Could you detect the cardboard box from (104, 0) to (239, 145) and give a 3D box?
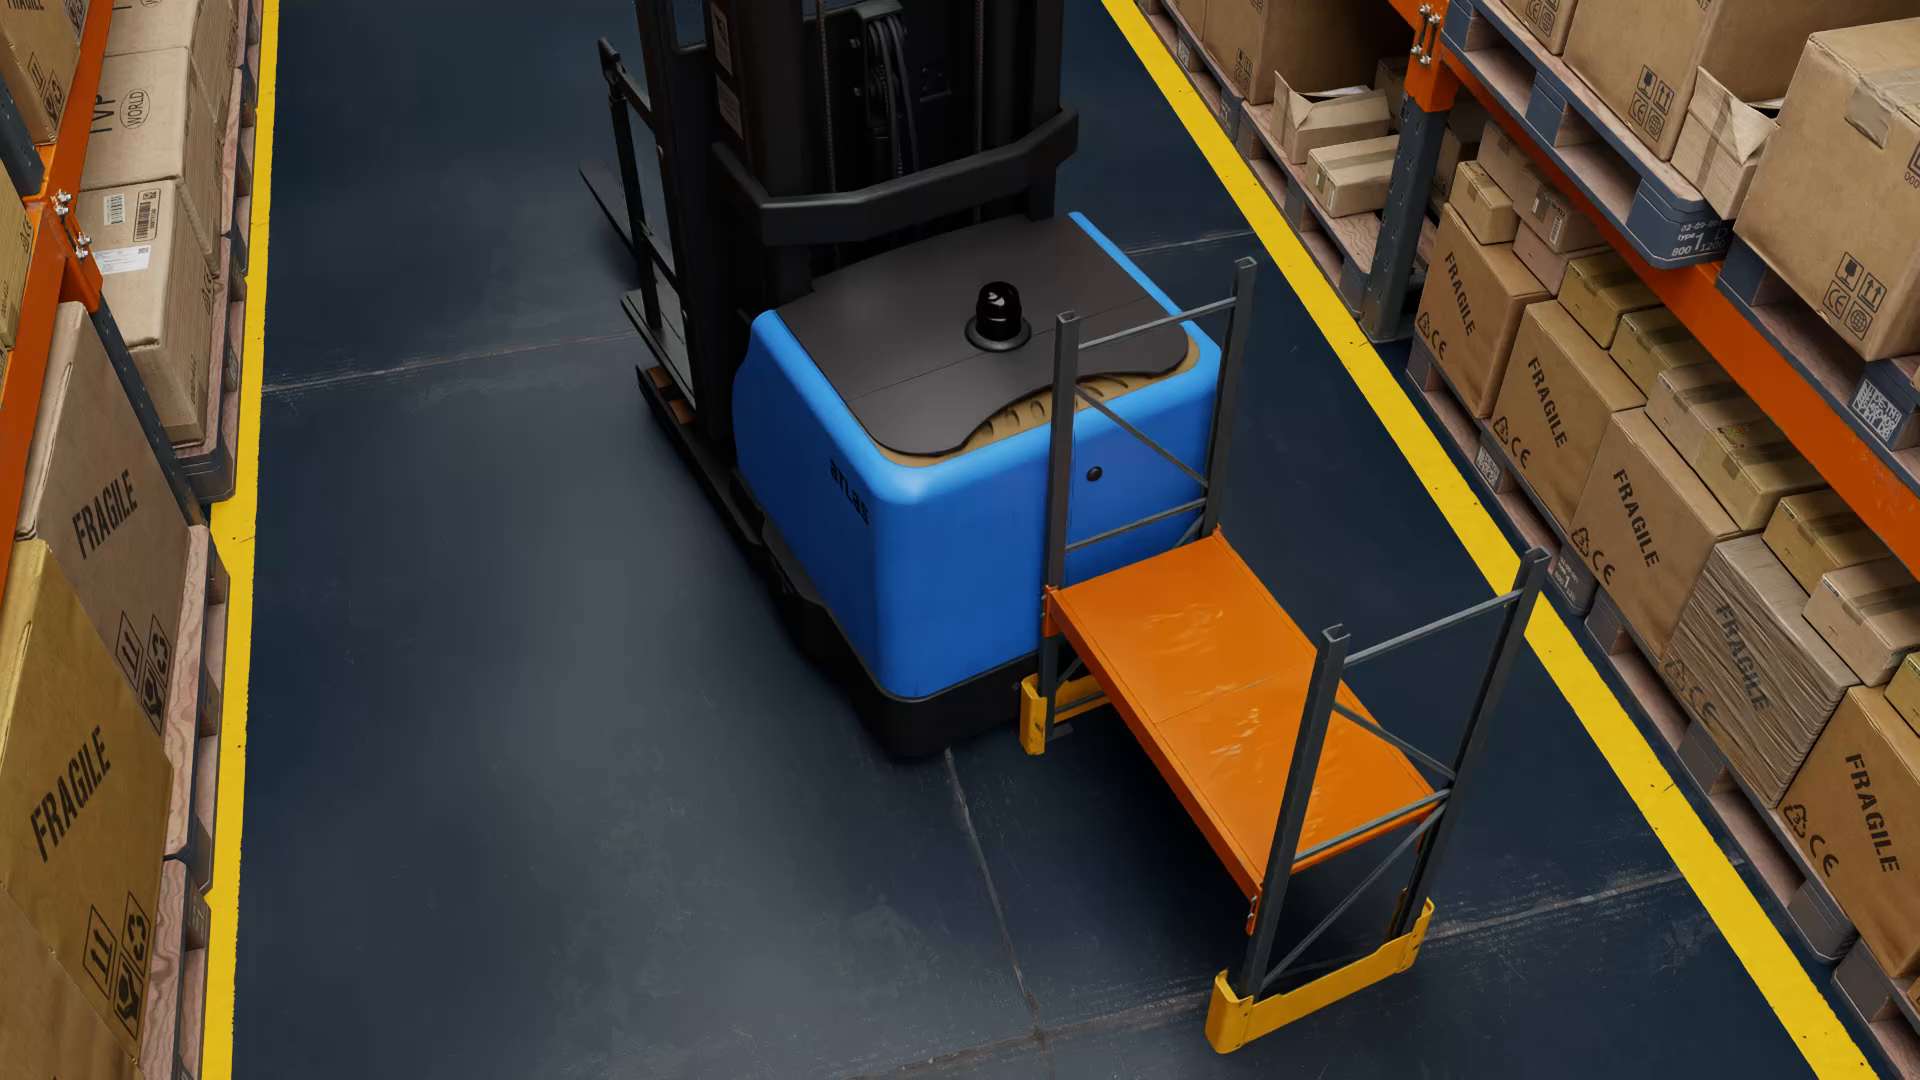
[{"bbox_3d":[-3.376,-1.908,6.519,0.875,0.438,0.875,-10,46,-9],"label":"cardboard box"}]

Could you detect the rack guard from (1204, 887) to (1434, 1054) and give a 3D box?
[{"bbox_3d":[0.874,1.046,4.050,0.587,0.250,0.087,-19,49,-18],"label":"rack guard"}]

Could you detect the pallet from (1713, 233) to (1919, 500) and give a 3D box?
[{"bbox_3d":[2.459,-0.387,3.663,1.003,0.211,1.213,-11,47,-10],"label":"pallet"}]

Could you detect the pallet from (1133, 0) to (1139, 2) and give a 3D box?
[{"bbox_3d":[1.137,-3.057,8.098,1.003,0.211,1.213,-11,47,-10],"label":"pallet"}]

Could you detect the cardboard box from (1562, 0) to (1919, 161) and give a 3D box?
[{"bbox_3d":[1.977,-1.323,4.083,0.700,0.500,0.500,-10,46,-10],"label":"cardboard box"}]

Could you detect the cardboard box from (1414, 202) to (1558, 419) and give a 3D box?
[{"bbox_3d":[1.843,-0.771,5.361,0.500,0.500,0.500,-9,46,-9],"label":"cardboard box"}]

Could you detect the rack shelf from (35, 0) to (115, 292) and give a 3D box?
[{"bbox_3d":[-3.372,-2.093,5.704,1.077,0.370,4.000,-11,47,-10],"label":"rack shelf"}]

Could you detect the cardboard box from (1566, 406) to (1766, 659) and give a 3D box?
[{"bbox_3d":[2.113,-0.060,4.664,0.500,0.500,0.500,-12,47,-11],"label":"cardboard box"}]

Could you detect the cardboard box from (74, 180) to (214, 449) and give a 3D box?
[{"bbox_3d":[-2.917,-0.667,5.303,0.875,0.438,0.875,-11,47,-11],"label":"cardboard box"}]

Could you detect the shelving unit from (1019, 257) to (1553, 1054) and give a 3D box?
[{"bbox_3d":[0.658,0.288,3.918,0.587,1.500,1.083,-19,49,-18],"label":"shelving unit"}]

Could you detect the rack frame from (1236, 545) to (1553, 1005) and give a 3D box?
[{"bbox_3d":[0.882,0.621,3.591,0.500,1.500,0.032,-19,49,-18],"label":"rack frame"}]

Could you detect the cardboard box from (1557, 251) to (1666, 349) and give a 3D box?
[{"bbox_3d":[1.994,-0.724,4.862,0.380,0.149,0.250,-13,47,-12],"label":"cardboard box"}]

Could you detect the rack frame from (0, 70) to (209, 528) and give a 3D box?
[{"bbox_3d":[-2.860,-0.964,4.094,1.000,3.000,0.127,-11,47,-10],"label":"rack frame"}]

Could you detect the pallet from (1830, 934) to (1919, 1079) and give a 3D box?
[{"bbox_3d":[2.806,1.341,3.788,1.003,0.211,1.213,-11,47,-10],"label":"pallet"}]

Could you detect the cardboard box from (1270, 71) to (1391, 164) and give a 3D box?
[{"bbox_3d":[1.419,-1.641,6.379,0.396,0.266,0.258,-9,46,-9],"label":"cardboard box"}]

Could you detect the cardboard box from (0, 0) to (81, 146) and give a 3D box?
[{"bbox_3d":[-2.728,-1.371,4.423,0.500,0.500,0.500,-9,46,-9],"label":"cardboard box"}]

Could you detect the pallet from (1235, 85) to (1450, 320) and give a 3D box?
[{"bbox_3d":[1.762,-1.372,6.447,1.003,0.211,1.213,-11,47,-10],"label":"pallet"}]

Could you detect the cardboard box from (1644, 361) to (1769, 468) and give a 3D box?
[{"bbox_3d":[2.105,-0.358,4.503,0.380,0.149,0.250,-11,47,-10],"label":"cardboard box"}]

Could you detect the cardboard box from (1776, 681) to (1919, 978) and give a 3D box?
[{"bbox_3d":[2.390,0.655,3.964,0.500,0.500,0.500,-9,46,-9],"label":"cardboard box"}]

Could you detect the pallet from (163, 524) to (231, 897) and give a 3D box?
[{"bbox_3d":[-2.590,0.531,4.582,1.003,0.211,1.213,-11,47,-10],"label":"pallet"}]

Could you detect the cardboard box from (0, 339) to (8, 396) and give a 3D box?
[{"bbox_3d":[-2.373,-0.296,3.545,0.500,0.250,0.500,-11,47,-11],"label":"cardboard box"}]

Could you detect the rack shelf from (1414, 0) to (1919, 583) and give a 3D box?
[{"bbox_3d":[2.449,-0.241,3.890,1.077,0.370,4.000,-11,47,-10],"label":"rack shelf"}]

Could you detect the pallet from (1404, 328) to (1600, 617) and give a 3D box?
[{"bbox_3d":[2.182,-0.343,5.439,1.003,0.211,1.213,-11,47,-10],"label":"pallet"}]

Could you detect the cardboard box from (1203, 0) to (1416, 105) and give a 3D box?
[{"bbox_3d":[1.425,-2.154,6.717,0.700,0.500,0.500,-12,47,-12],"label":"cardboard box"}]

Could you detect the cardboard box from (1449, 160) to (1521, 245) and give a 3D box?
[{"bbox_3d":[1.771,-1.077,5.207,0.380,0.149,0.250,-9,46,-8],"label":"cardboard box"}]

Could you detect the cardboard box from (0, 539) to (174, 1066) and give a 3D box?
[{"bbox_3d":[-2.386,0.669,3.688,0.875,0.875,0.875,-9,46,-9],"label":"cardboard box"}]

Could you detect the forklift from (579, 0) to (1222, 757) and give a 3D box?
[{"bbox_3d":[-0.437,-1.481,4.649,1.130,2.935,3.031,-21,49,-20],"label":"forklift"}]

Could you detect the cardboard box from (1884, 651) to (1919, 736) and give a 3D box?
[{"bbox_3d":[2.377,0.359,3.800,0.380,0.149,0.250,-11,47,-11],"label":"cardboard box"}]

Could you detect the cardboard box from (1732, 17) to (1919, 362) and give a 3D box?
[{"bbox_3d":[2.178,-0.782,3.552,0.700,0.500,0.500,-11,47,-11],"label":"cardboard box"}]

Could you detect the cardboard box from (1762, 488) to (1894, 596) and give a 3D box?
[{"bbox_3d":[2.264,-0.006,4.157,0.380,0.149,0.250,-11,47,-10],"label":"cardboard box"}]

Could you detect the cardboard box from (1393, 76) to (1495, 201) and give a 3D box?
[{"bbox_3d":[1.996,-1.579,6.286,0.500,0.311,0.500,-9,46,-9],"label":"cardboard box"}]

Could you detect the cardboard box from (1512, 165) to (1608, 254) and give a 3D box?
[{"bbox_3d":[1.884,-1.010,4.933,0.380,0.149,0.250,-13,47,-12],"label":"cardboard box"}]

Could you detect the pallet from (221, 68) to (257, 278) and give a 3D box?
[{"bbox_3d":[-3.295,-1.371,6.446,1.003,0.211,1.213,-11,47,-10],"label":"pallet"}]
